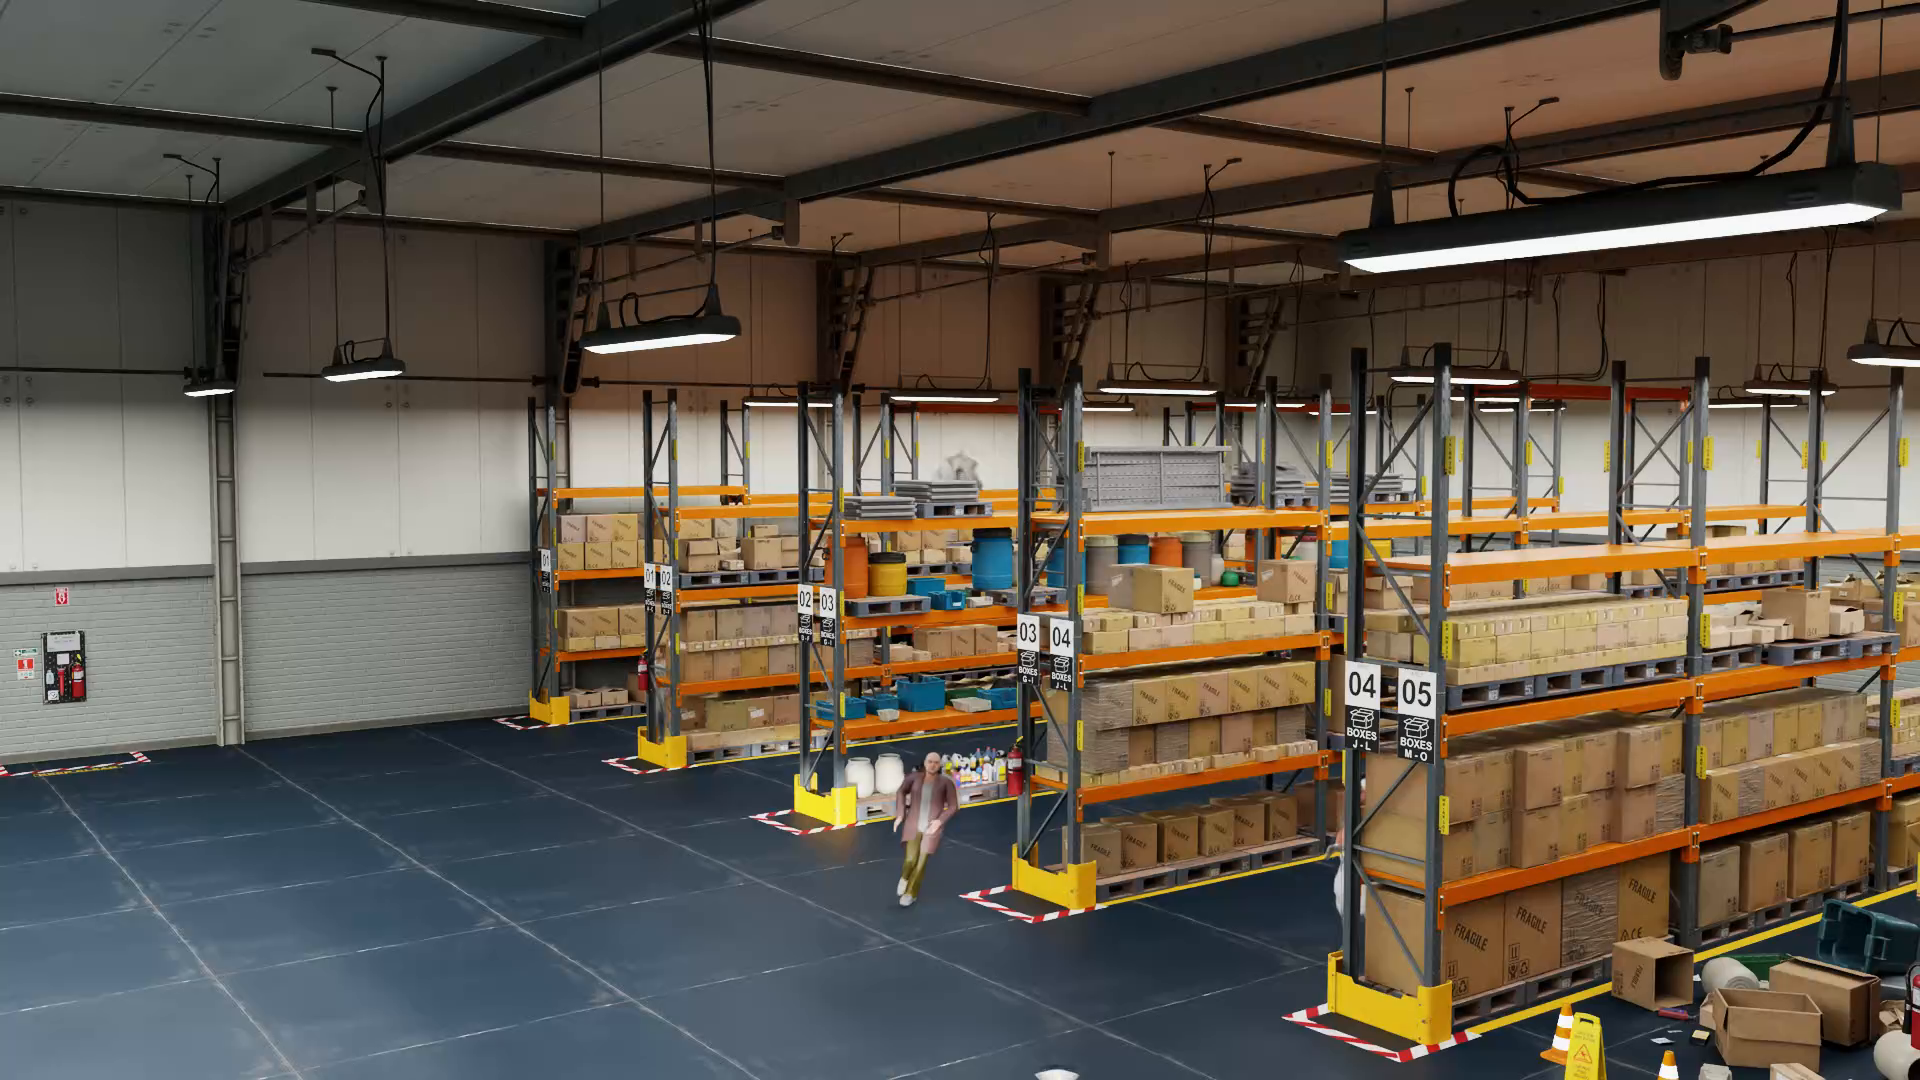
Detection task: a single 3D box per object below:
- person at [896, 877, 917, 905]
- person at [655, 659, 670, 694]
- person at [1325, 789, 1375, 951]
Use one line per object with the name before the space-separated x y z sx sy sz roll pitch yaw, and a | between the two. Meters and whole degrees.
person | -0.606 3.855 18.586 0.212 0.409 0.365 0 3 5
person | -5.114 2.328 28.418 0.537 0.585 0.366 3 5 43
person | 4.076 3.319 16.899 0.673 1.692 0.657 -3 4 -41
